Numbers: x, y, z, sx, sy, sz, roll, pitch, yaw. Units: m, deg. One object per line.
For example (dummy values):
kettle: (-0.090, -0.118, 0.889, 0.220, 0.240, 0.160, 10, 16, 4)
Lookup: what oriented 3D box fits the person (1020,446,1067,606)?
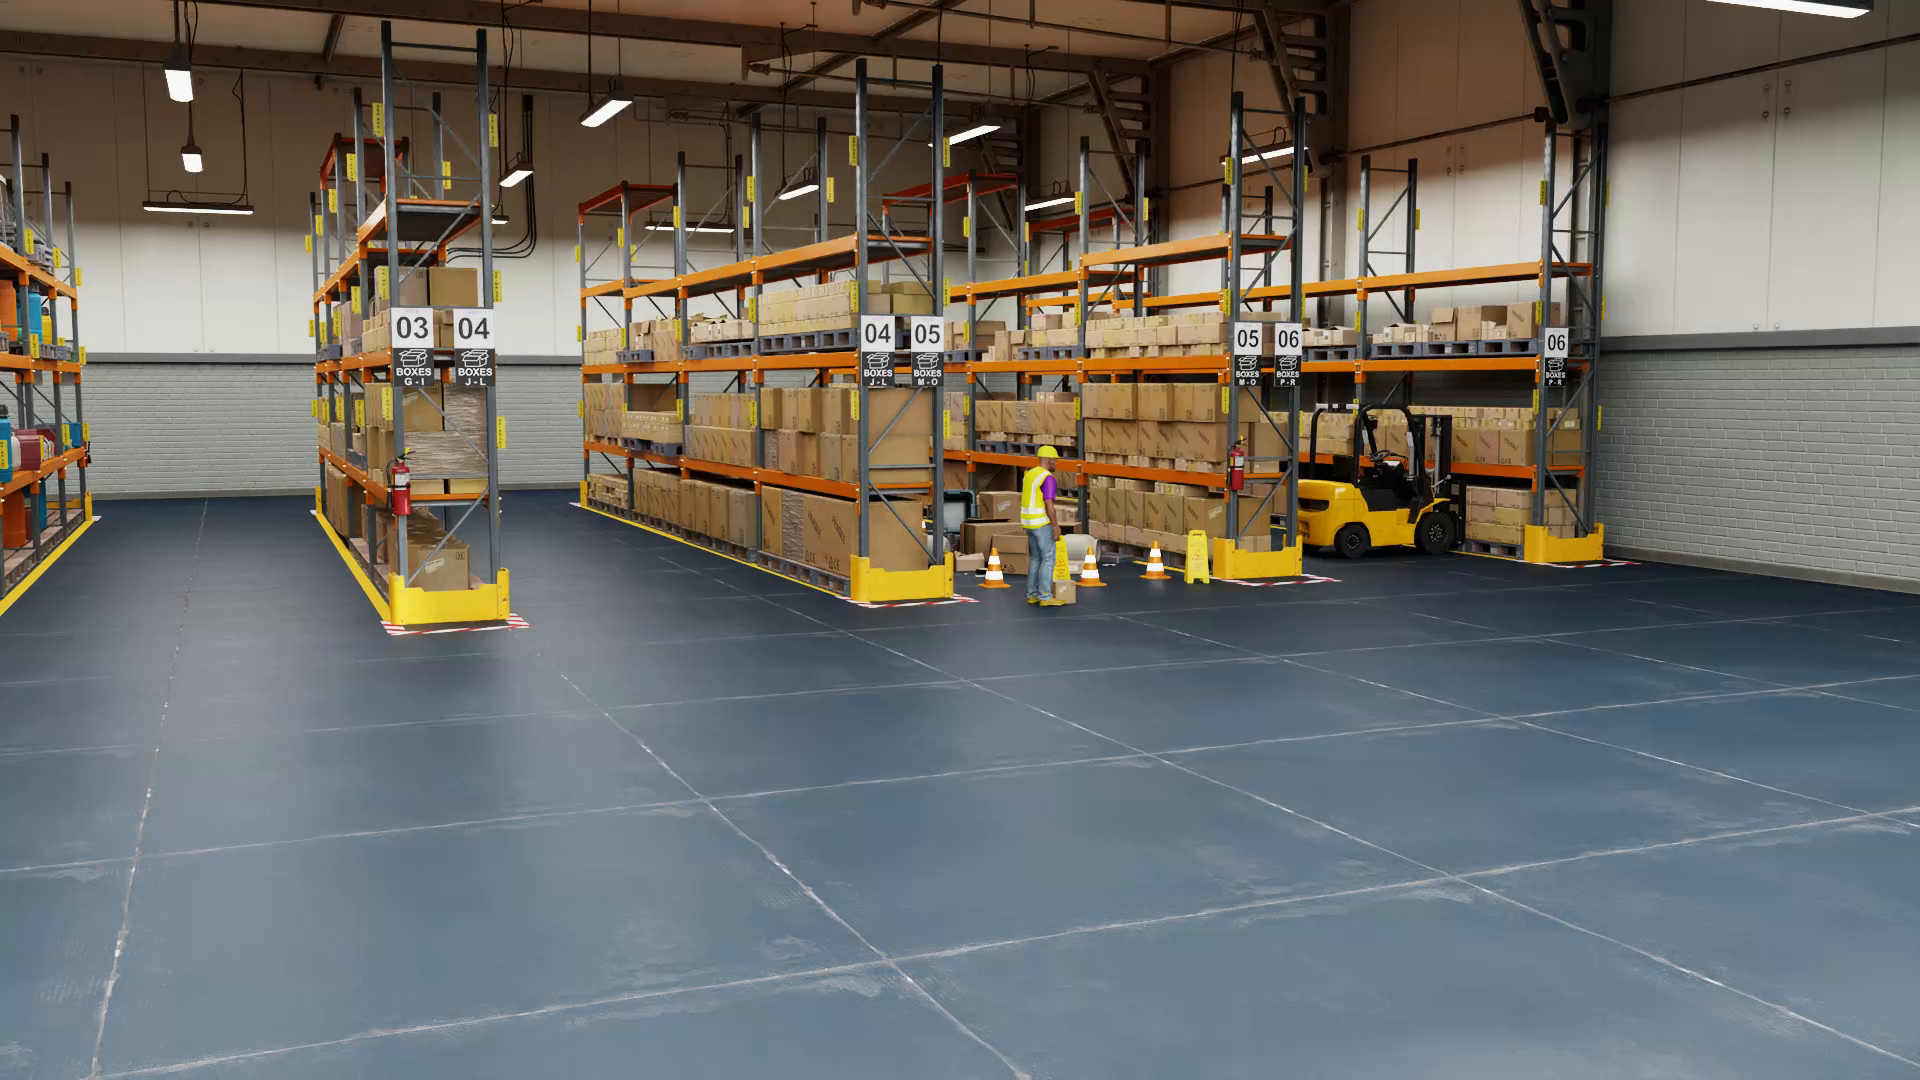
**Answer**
person: (0.921, -0.164, 18.431, 0.456, 1.758, 0.627, -2, 6, -23)
